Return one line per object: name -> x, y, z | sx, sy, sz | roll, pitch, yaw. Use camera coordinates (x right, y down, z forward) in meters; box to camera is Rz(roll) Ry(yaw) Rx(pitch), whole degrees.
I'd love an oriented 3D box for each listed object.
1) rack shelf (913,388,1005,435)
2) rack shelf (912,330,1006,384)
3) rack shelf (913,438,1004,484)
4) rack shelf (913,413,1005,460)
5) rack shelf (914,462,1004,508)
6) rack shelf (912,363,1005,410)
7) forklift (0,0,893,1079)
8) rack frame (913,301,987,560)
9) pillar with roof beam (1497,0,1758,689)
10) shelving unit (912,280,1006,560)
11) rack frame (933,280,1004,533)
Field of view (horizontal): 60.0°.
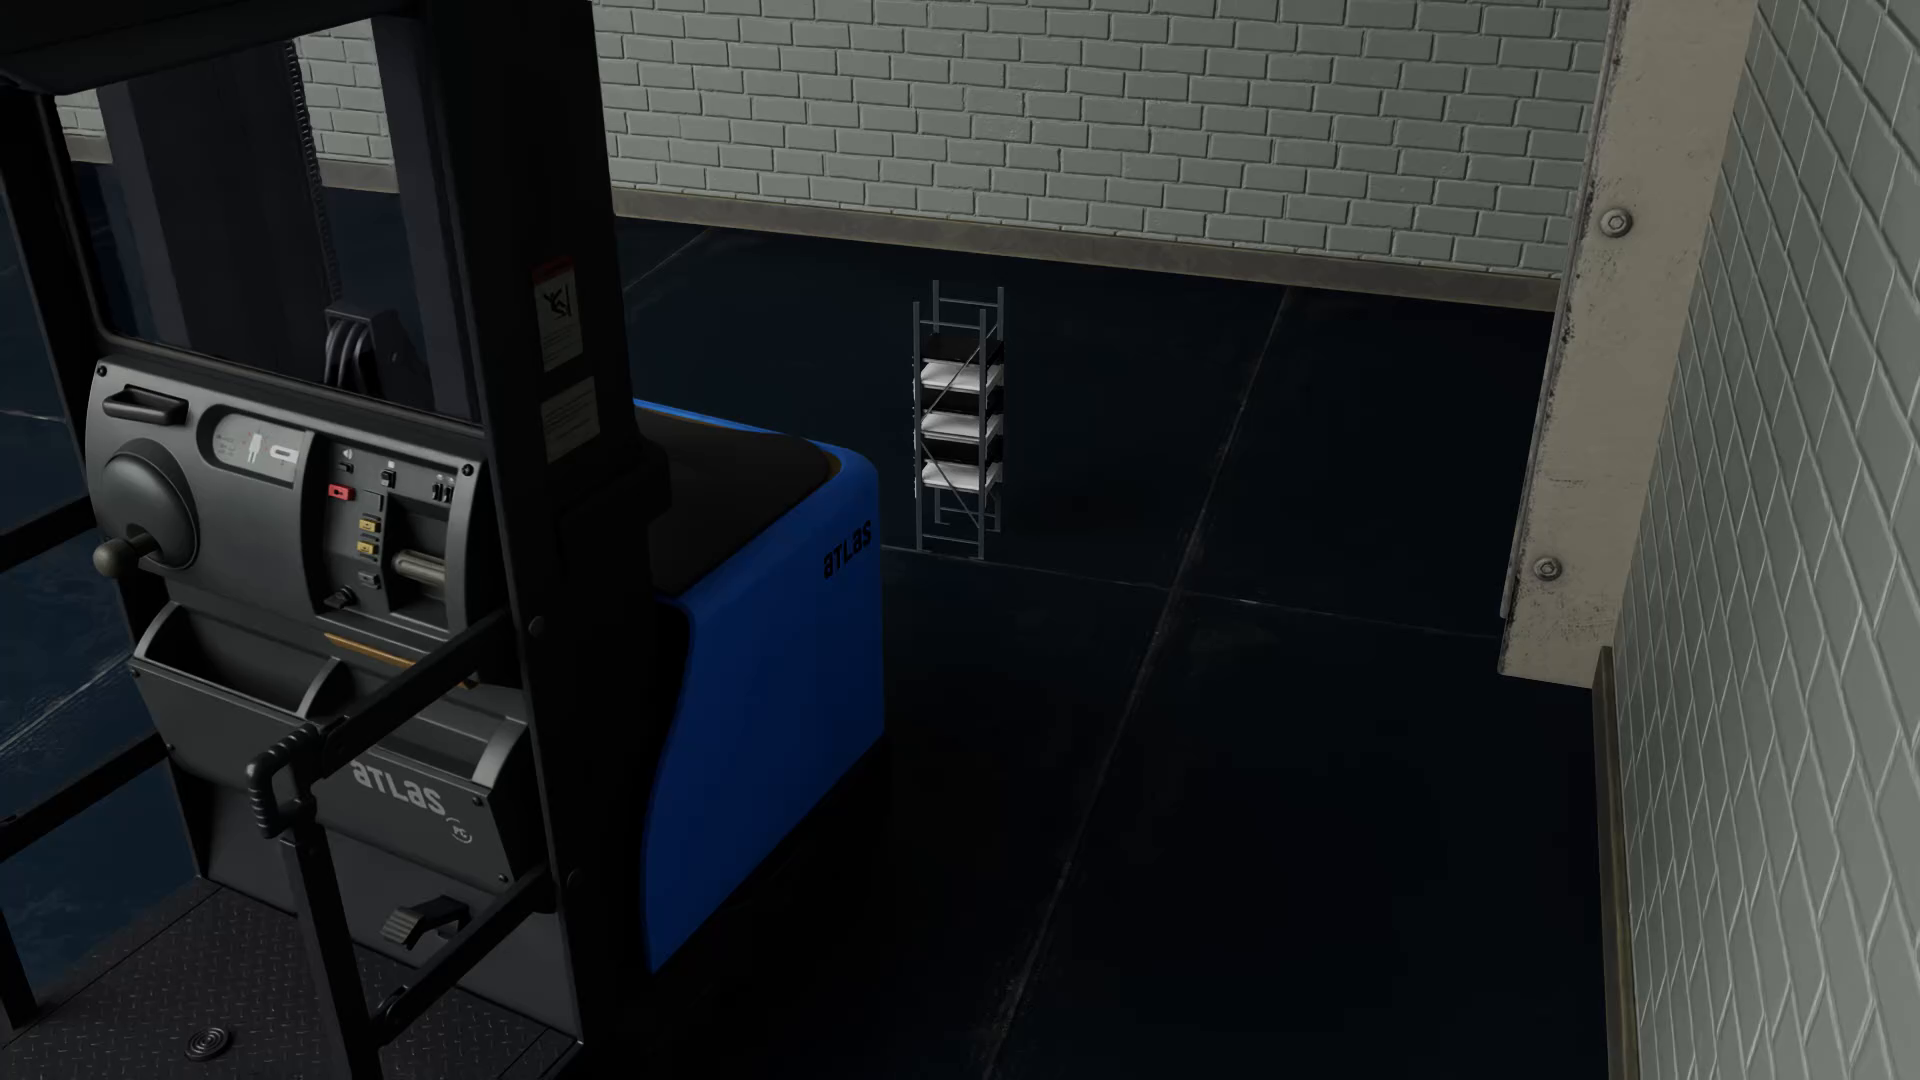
rack shelf -> -0.002, -0.439, 5.497 | 0.258, 0.077, 0.200 | 8, 30, 15
rack shelf -> -0.002, -0.596, 5.409 | 0.258, 0.077, 0.200 | 8, 30, 15
rack shelf -> -0.002, -0.282, 5.584 | 0.258, 0.077, 0.200 | 8, 30, 15
rack shelf -> -0.002, -0.360, 5.541 | 0.258, 0.077, 0.200 | 8, 30, 15
rack shelf -> -0.002, -0.203, 5.628 | 0.258, 0.077, 0.200 | 8, 30, 15
rack shelf -> -0.002, -0.518, 5.453 | 0.258, 0.077, 0.200 | 8, 30, 15
forklift -> -1.304, -0.019, 2.768 | 1.130, 2.935, 3.031 | 14, 32, 24
rack frame -> -0.032, -0.342, 5.440 | 0.240, 0.900, 0.006 | 8, 30, 15
pillar with roof beam -> -2.286, -4.213, 4.067 | 9.100, 9.000, 0.400 | 8, 30, 15
shelving unit -> -0.002, -0.389, 5.524 | 0.258, 0.900, 0.210 | 8, 30, 15
rack frame -> 0.027, -0.437, 5.609 | 0.240, 0.900, 0.006 | 8, 30, 15
